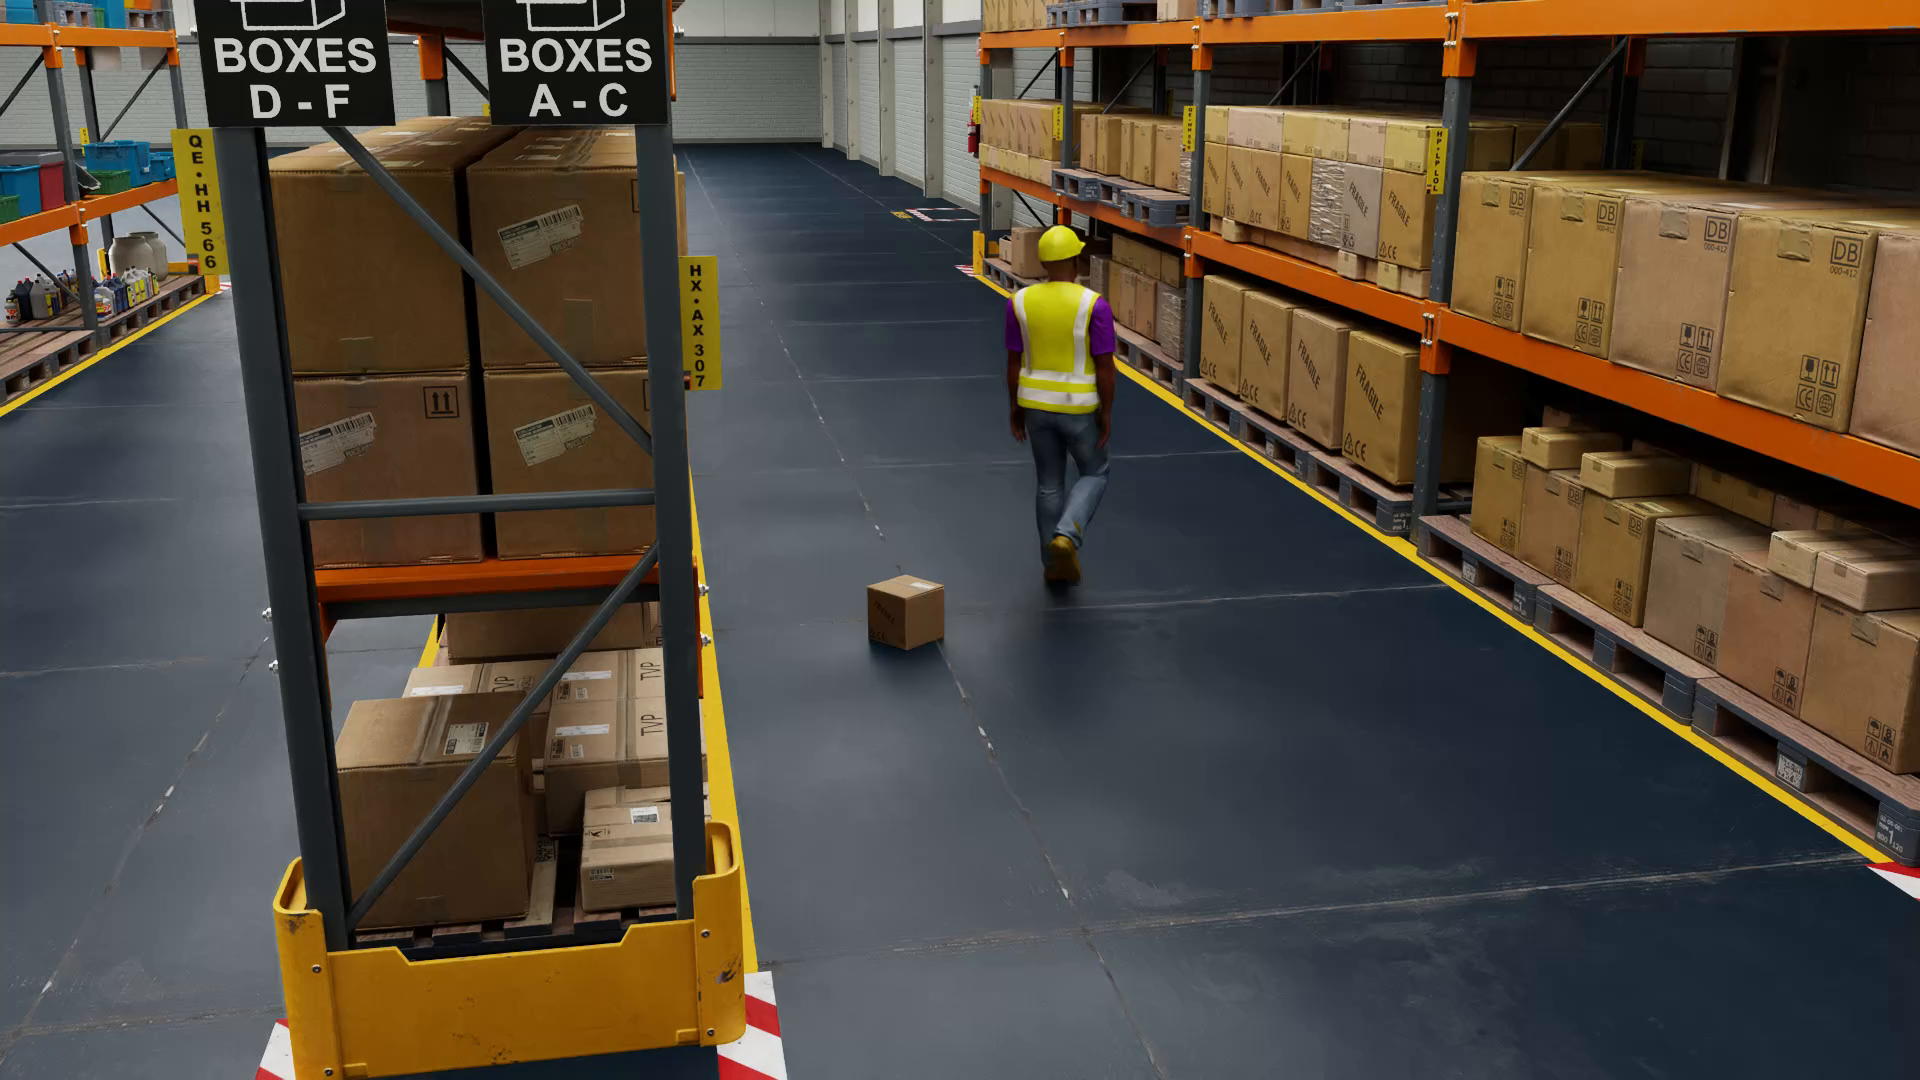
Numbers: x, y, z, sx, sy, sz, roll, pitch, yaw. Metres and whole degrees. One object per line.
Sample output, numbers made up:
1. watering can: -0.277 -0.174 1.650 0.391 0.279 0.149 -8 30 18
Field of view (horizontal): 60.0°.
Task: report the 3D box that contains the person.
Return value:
1. person: 0.483 -0.643 8.116 0.564 1.755 0.550 6 17 21
